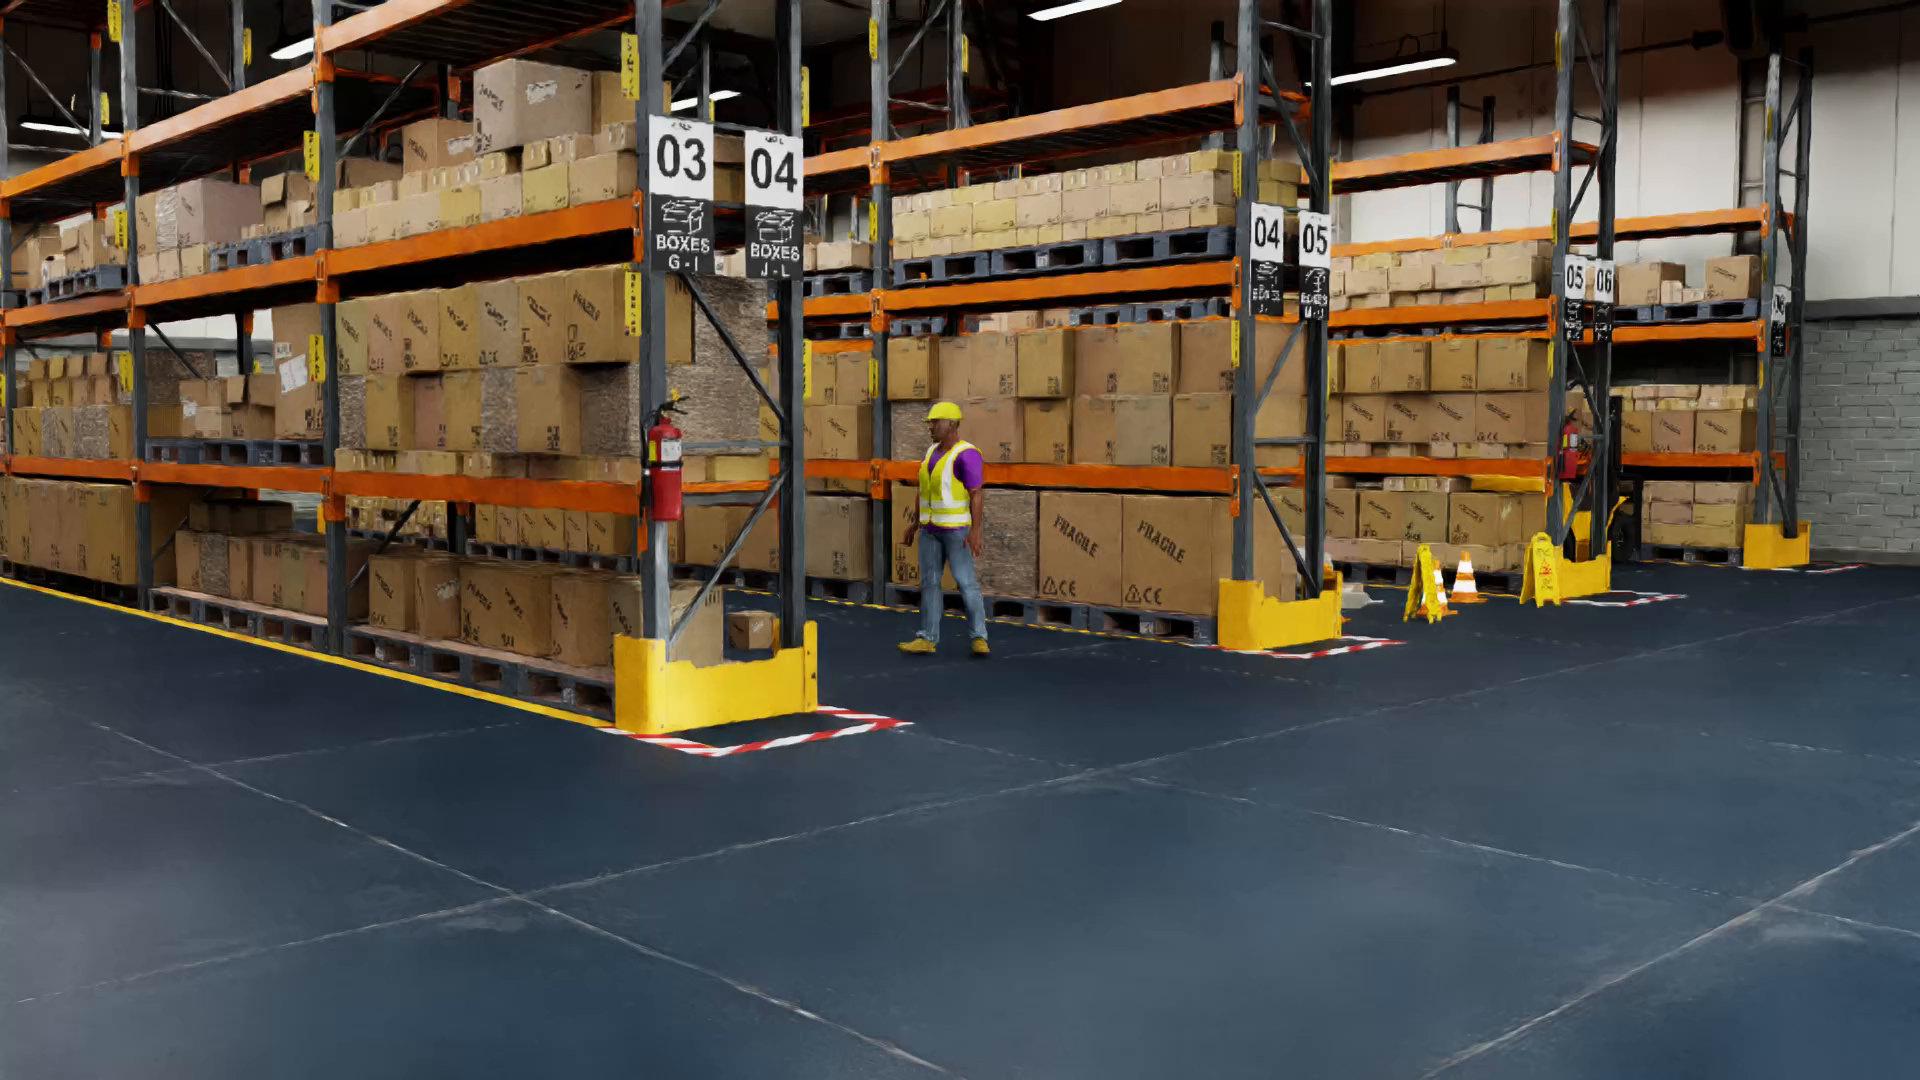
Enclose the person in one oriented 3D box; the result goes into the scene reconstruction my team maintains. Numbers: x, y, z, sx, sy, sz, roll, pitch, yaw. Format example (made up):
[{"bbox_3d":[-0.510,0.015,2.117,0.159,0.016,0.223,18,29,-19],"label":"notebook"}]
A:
[{"bbox_3d":[-0.139,-0.084,11.680,0.582,1.768,0.738,-4,5,-43],"label":"person"}]
